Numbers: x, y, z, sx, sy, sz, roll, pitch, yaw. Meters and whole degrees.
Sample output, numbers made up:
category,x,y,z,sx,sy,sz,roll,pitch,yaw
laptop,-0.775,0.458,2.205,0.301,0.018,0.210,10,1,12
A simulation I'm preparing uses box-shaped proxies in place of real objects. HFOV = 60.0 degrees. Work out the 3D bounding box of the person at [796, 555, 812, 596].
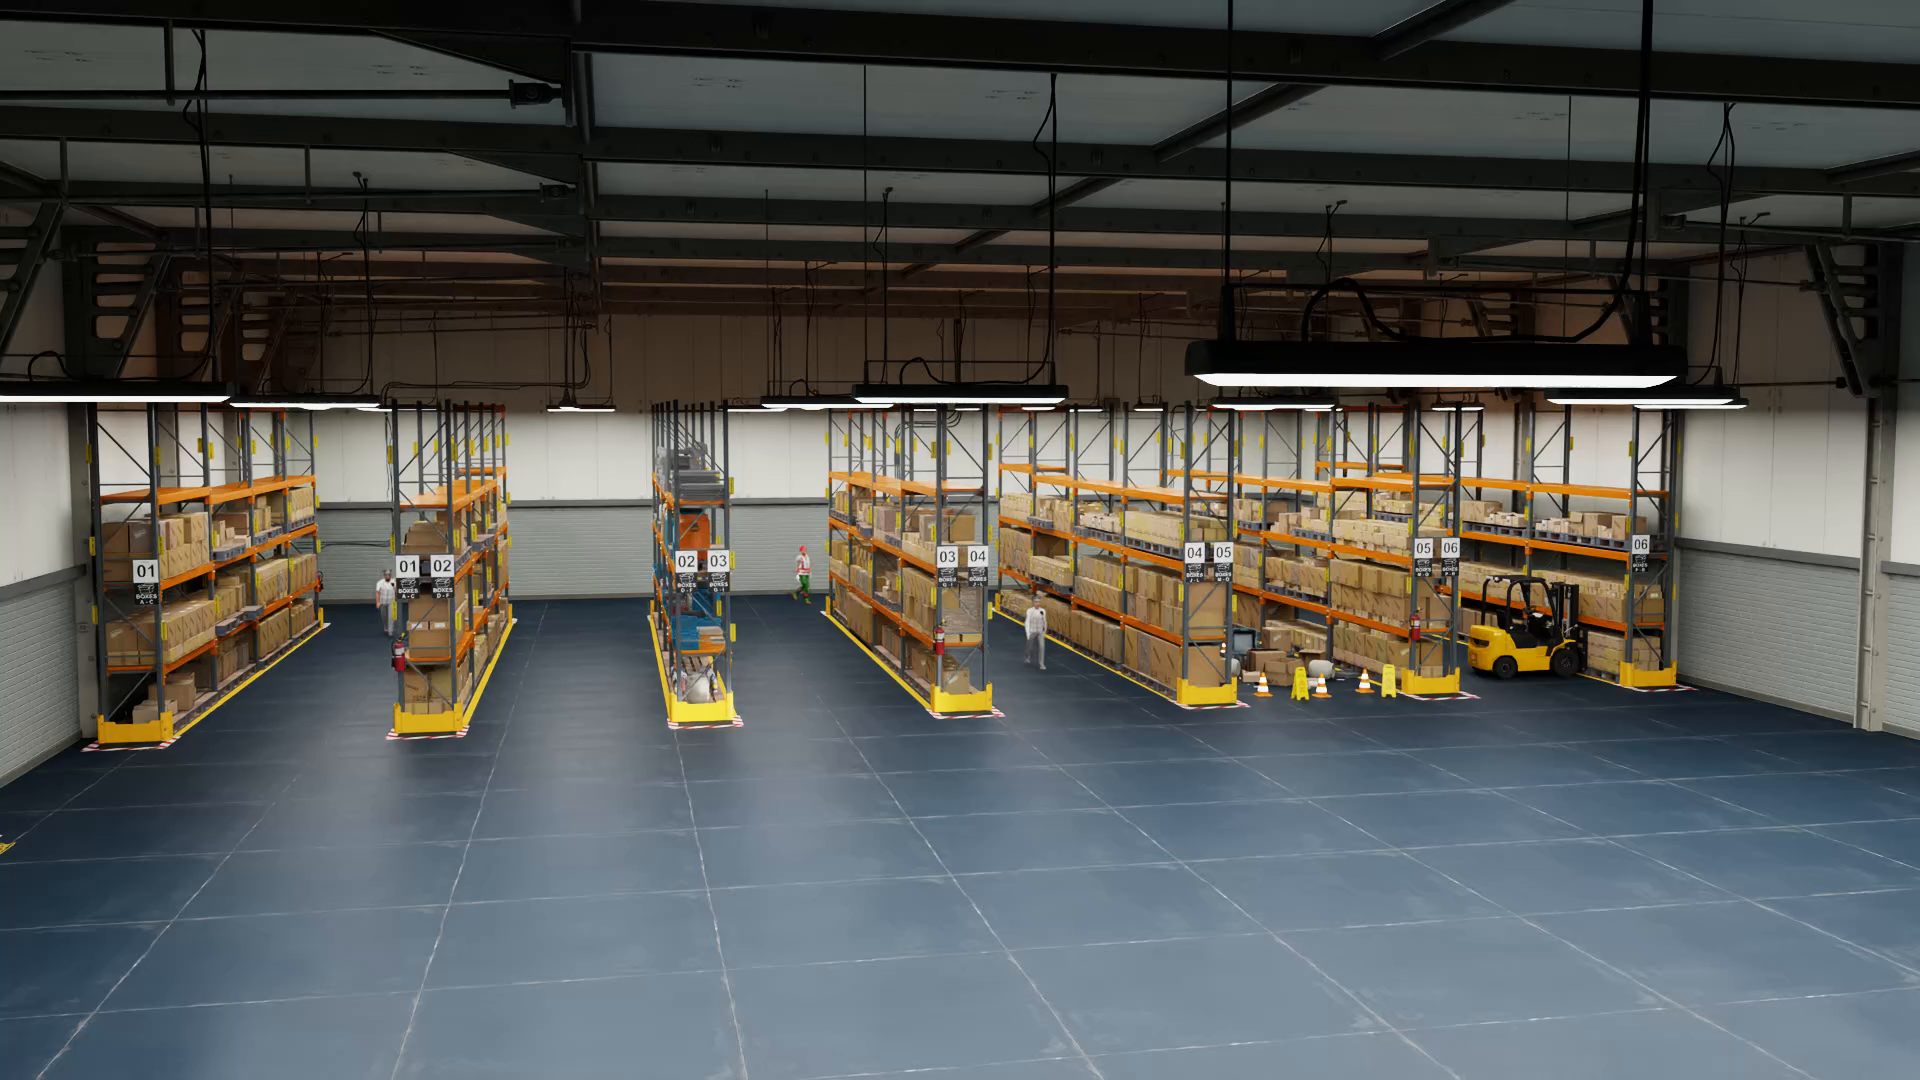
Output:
category,x,y,z,sx,sy,sz,roll,pitch,yaw
person,-4.738,1.057,50.199,0.432,1.248,0.536,2,5,29

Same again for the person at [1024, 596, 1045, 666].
category,x,y,z,sx,sy,sz,roll,pitch,yaw
person,1.705,2.031,37.565,0.379,1.578,0.855,-1,4,-13

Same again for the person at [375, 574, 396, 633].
category,x,y,z,sx,sy,sz,roll,pitch,yaw
person,-14.891,1.594,43.196,0.539,1.604,0.895,-1,4,-14
